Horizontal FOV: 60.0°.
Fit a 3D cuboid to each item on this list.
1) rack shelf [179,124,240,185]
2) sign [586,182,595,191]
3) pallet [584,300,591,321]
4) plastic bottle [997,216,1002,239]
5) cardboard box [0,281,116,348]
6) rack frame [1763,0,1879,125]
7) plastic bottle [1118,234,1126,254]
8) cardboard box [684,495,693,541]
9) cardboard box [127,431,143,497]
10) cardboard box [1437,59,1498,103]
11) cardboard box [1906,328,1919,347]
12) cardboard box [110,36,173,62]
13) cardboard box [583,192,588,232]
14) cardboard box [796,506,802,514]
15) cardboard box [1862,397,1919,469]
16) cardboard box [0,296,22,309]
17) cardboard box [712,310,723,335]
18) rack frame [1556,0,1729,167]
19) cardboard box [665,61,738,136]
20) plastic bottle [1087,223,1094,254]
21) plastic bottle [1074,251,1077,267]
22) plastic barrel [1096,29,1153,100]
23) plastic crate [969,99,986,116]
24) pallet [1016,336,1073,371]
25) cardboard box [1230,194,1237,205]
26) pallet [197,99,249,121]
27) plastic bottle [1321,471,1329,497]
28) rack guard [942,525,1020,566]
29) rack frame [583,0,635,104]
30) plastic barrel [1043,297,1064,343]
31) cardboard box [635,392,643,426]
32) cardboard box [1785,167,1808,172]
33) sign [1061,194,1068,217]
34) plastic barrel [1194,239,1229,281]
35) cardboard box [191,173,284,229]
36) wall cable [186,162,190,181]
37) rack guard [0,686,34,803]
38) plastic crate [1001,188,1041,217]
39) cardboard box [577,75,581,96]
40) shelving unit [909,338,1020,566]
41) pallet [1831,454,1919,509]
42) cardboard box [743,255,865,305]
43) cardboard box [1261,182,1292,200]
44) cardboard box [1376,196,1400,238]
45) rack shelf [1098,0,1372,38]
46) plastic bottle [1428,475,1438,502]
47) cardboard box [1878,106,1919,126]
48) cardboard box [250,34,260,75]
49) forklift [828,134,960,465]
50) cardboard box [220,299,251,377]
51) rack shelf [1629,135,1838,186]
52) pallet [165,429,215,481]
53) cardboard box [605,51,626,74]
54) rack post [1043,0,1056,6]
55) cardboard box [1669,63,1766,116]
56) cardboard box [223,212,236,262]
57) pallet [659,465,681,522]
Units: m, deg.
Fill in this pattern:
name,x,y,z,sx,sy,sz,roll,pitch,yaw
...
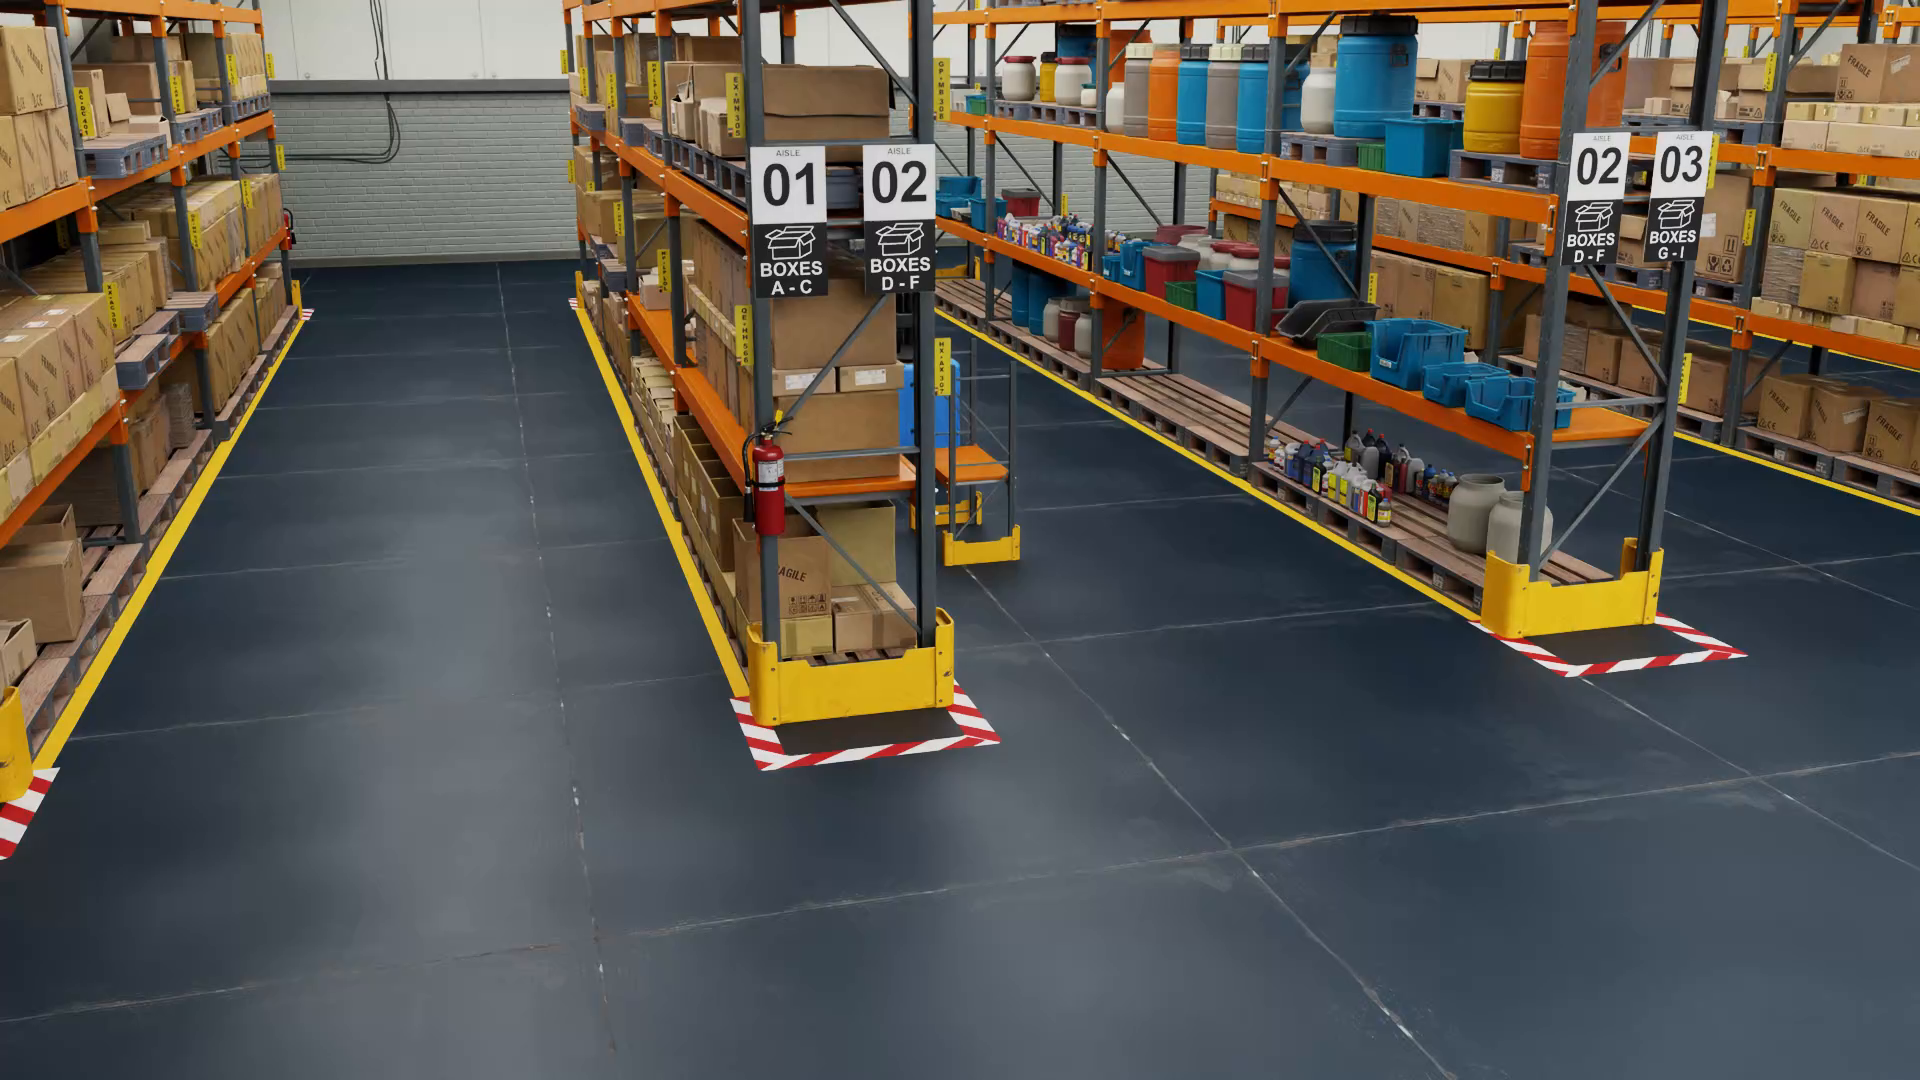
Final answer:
name,x,y,z,sx,sy,sz,roll,pitch,yaw
rack shelf,-8.147,-3.942,16.897,1.077,0.370,4.000,-5,17,-15
sign,-4.454,-4.165,20.100,0.100,0.325,0.005,-5,17,-15
pallet,-4.793,-3.325,23.655,1.003,0.211,1.213,-5,17,-15
plastic bottle,0.520,-3.995,21.242,0.061,0.283,0.133,-5,17,-15
cardboard box,-6.605,-1.592,12.100,0.700,0.500,0.500,-5,17,-15
rack frame,7.790,-5.238,14.749,1.000,3.000,0.127,-5,17,-15
plastic bottle,1.888,-3.426,19.369,0.097,0.271,0.097,0,17,0
cardboard box,-1.768,-0.176,12.374,0.500,0.250,0.500,-5,17,-15
cardboard box,-6.906,-0.545,13.133,0.700,0.500,0.500,-5,17,-16
cardboard box,6.132,-5.552,20.103,0.500,0.500,0.500,-4,17,-12
cardboard box,8.097,-1.682,13.775,0.380,0.149,0.250,-5,17,-15
cardboard box,-8.415,-5.052,17.101,0.500,0.250,0.500,-5,18,-17
cardboard box,-4.748,-4.387,22.168,0.500,0.500,0.500,-4,17,-15
cardboard box,-0.859,-0.161,11.021,0.500,0.500,0.500,-5,17,-15
cardboard box,8.272,-0.932,14.455,0.500,0.500,0.500,-6,18,-20
cardboard box,-6.570,-1.341,11.123,0.500,0.500,0.500,-5,17,-17
cardboard box,-1.490,-1.496,11.416,0.380,0.149,0.250,-5,17,-17
rack frame,4.127,-3.740,9.762,1.000,3.000,0.127,-5,17,-15
cardboard box,-1.851,-3.175,11.948,0.500,0.500,0.500,-3,17,-11
plastic bottle,1.590,-3.580,19.743,0.144,0.351,0.185,-5,17,-15
plastic bottle,1.329,-3.160,18.604,0.097,0.201,0.097,0,17,0
plastic barrel,1.775,-5.081,17.961,0.600,0.830,0.708,-5,17,-15
plastic crate,0.422,-5.615,21.584,0.450,0.188,0.662,-5,17,-15
pallet,1.340,-2.296,20.229,1.003,0.211,1.213,-5,17,-15
cardboard box,4.415,-5.298,25.813,0.380,0.149,0.250,-5,17,-17
pallet,-8.911,-5.024,19.405,1.003,0.211,1.213,-5,17,-15
plastic bottle,2.958,-0.456,13.354,0.097,0.201,0.097,0,17,0
rack guard,0.158,0.039,12.387,0.587,0.250,0.087,-5,17,-15
rack frame,-3.935,-6.669,19.511,1.000,3.000,0.127,-5,17,-15
plastic barrel,1.226,-2.685,20.271,0.421,0.512,0.421,0,17,0
cardboard box,-2.835,-1.267,16.004,0.500,0.250,0.500,-5,17,-17
cardboard box,14.165,-6.080,27.807,0.500,0.500,0.500,-5,17,-16
sign,1.359,-4.362,21.778,0.100,0.325,0.005,-5,17,-15
plastic barrel,2.532,-2.749,16.696,0.421,0.512,0.421,0,17,0
cardboard box,-9.646,-4.513,22.240,0.980,0.700,0.700,-4,17,-13
wall cable,-11.057,-5.275,23.535,0.084,1.984,1.851,-5,17,-15
rack guard,-5.420,1.092,8.447,1.175,0.500,0.348,-5,17,-15
plastic crate,0.825,-4.513,22.545,0.402,0.464,0.583,-5,17,-15
cardboard box,-4.599,-5.790,21.191,0.500,0.250,0.500,-5,17,-15
shelving unit,0.021,-0.697,12.666,0.587,1.500,1.083,-5,17,-15
pallet,8.347,-0.509,14.278,1.003,0.211,1.213,-5,17,-15
cardboard box,-0.917,-1.436,10.088,0.700,0.500,0.500,-5,17,-17
cardboard box,4.797,-5.174,24.708,0.500,0.250,0.500,-5,17,-16
cardboard box,5.754,-4.201,21.551,0.500,0.500,0.500,-5,17,-17
rack shelf,2.478,-4.864,15.448,1.077,0.370,4.000,-5,17,-15
plastic bottle,3.779,-0.414,13.214,0.097,0.201,0.097,0,17,0
cardboard box,7.874,-3.517,13.798,0.380,0.149,0.250,-5,17,-16
cardboard box,-9.205,-6.162,21.092,0.500,0.500,0.500,-4,17,-14
forklift,-0.895,-2.272,15.420,1.130,2.935,3.031,-5,17,-16
cardboard box,-8.146,-2.160,17.934,0.750,0.750,0.750,-4,17,-14
rack shelf,7.240,-4.010,17.125,1.077,0.370,4.000,-5,17,-15
pallet,-7.384,-0.745,15.065,1.003,0.211,1.213,-5,17,-15
cardboard box,-3.661,-5.201,18.761,0.600,0.600,0.600,-5,17,-16
rack post,1.508,-6.270,19.053,0.937,0.300,0.954,-3,17,-9
cardboard box,7.496,-4.451,16.431,0.797,0.503,0.637,-4,17,-13
cardboard box,-8.048,-3.215,17.716,0.500,0.500,0.500,-5,17,-15
pallet,-1.976,-0.448,14.077,1.003,0.211,1.213,-5,17,-15
